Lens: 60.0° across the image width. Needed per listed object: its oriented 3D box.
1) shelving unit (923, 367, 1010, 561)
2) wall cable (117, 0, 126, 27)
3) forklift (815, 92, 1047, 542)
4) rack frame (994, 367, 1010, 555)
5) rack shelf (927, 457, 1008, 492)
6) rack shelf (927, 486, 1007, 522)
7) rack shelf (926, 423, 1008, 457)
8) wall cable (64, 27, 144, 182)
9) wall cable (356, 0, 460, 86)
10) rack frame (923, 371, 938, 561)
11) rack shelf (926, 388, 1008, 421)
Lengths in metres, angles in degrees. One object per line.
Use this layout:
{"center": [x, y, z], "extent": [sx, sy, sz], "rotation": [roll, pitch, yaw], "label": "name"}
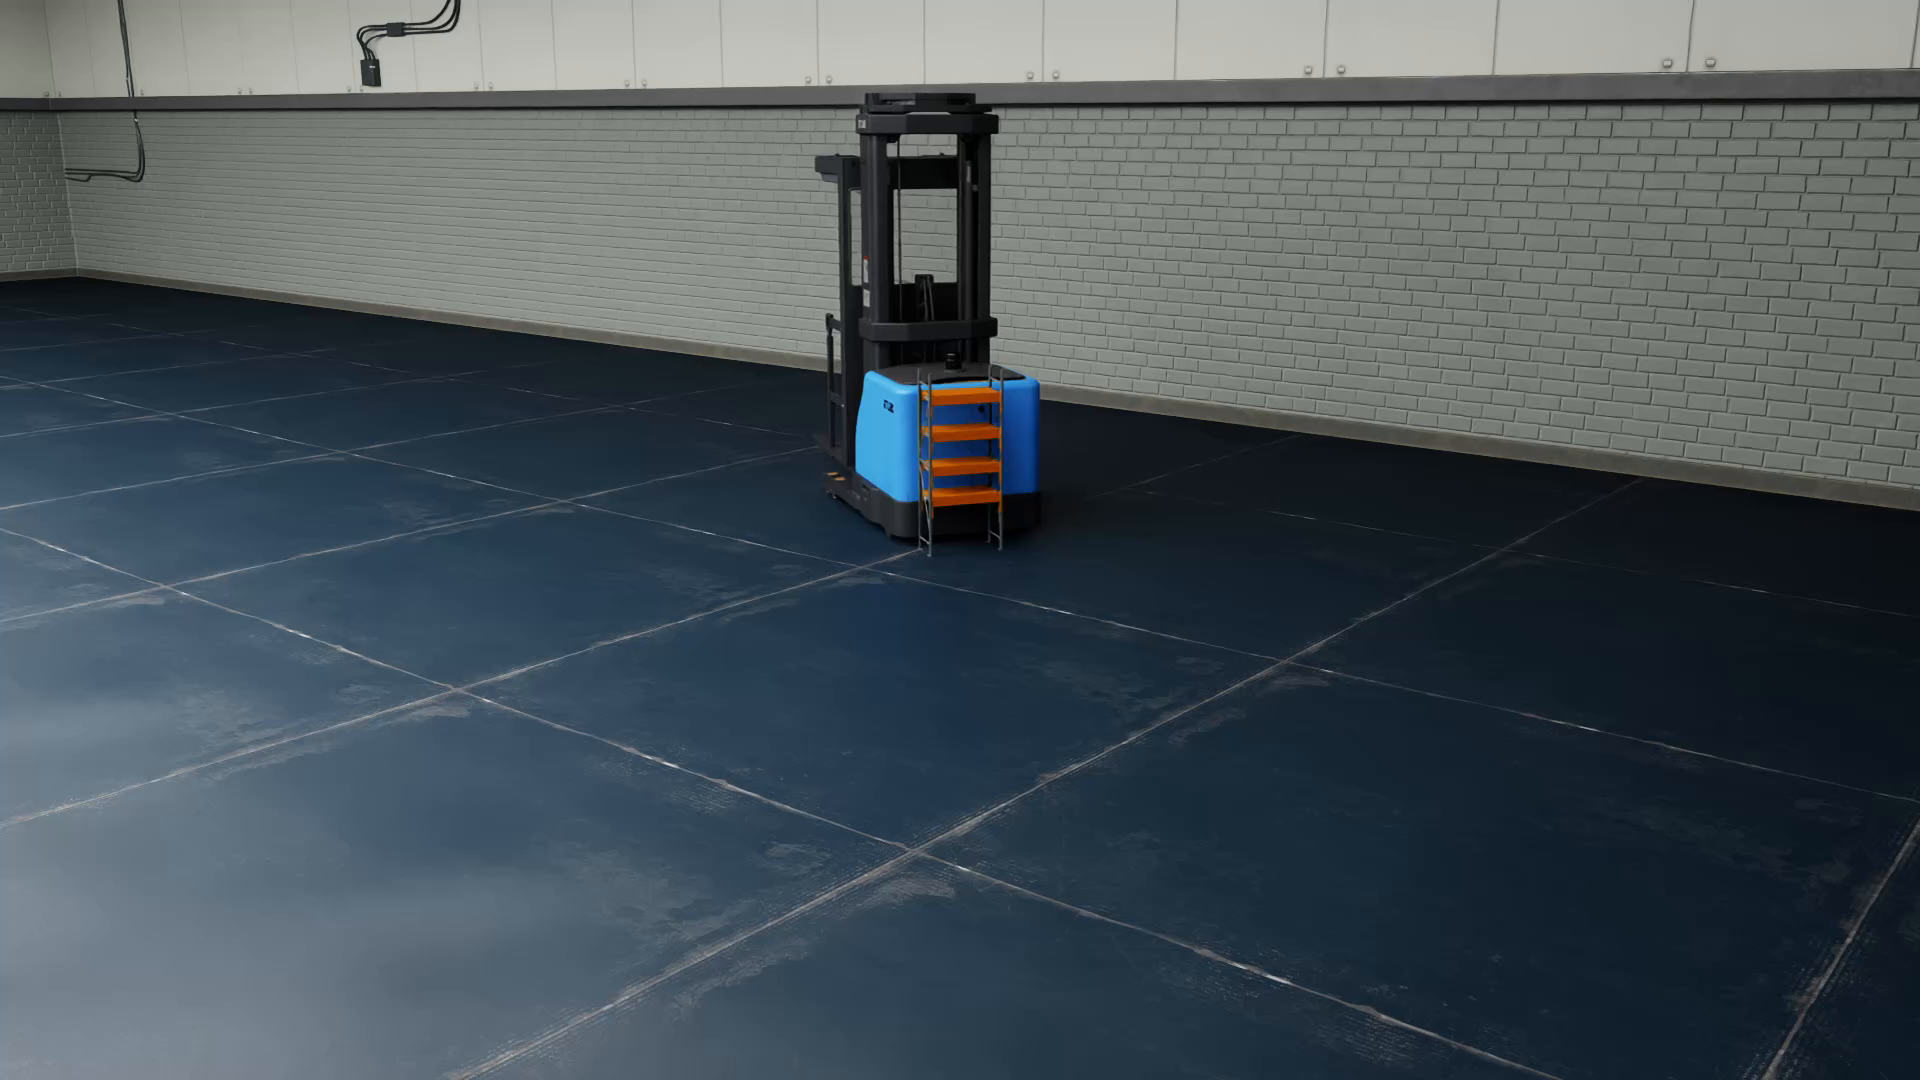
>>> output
{"center": [0.040, -0.492, 10.748], "extent": [0.503, 1.200, 0.258], "rotation": [-5, 15, -19], "label": "shelving unit"}
{"center": [-12.675, -9.410, 26.063], "extent": [3.097, 2.526, 0.112], "rotation": [11, 18, 38], "label": "wall cable"}
{"center": [-0.375, -1.729, 12.101], "extent": [1.130, 2.935, 3.031], "rotation": [-5, 15, -19], "label": "forklift"}
{"center": [0.271, -0.512, 10.826], "extent": [0.015, 1.200, 0.240], "rotation": [-5, 15, -19], "label": "rack frame"}
{"center": [0.040, -0.427, 10.765], "extent": [0.480, 0.148, 0.258], "rotation": [-5, 15, -19], "label": "rack shelf"}
{"center": [0.040, -0.234, 10.814], "extent": [0.480, 0.148, 0.258], "rotation": [-5, 15, -19], "label": "rack shelf"}
{"center": [0.040, -0.643, 10.710], "extent": [0.480, 0.148, 0.258], "rotation": [-5, 15, -19], "label": "rack shelf"}
{"center": [-14.779, -7.381, 28.333], "extent": [3.097, 2.526, 0.112], "rotation": [11, 18, 38], "label": "wall cable"}
{"center": [-7.405, -9.062, 21.737], "extent": [2.305, 6.003, 0.169], "rotation": [11, 18, 38], "label": "wall cable"}
{"center": [-0.190, -0.472, 10.670], "extent": [0.015, 1.200, 0.240], "rotation": [-5, 15, -19], "label": "rack frame"}
{"center": [0.040, -0.873, 10.651], "extent": [0.480, 0.148, 0.258], "rotation": [-5, 15, -19], "label": "rack shelf"}
